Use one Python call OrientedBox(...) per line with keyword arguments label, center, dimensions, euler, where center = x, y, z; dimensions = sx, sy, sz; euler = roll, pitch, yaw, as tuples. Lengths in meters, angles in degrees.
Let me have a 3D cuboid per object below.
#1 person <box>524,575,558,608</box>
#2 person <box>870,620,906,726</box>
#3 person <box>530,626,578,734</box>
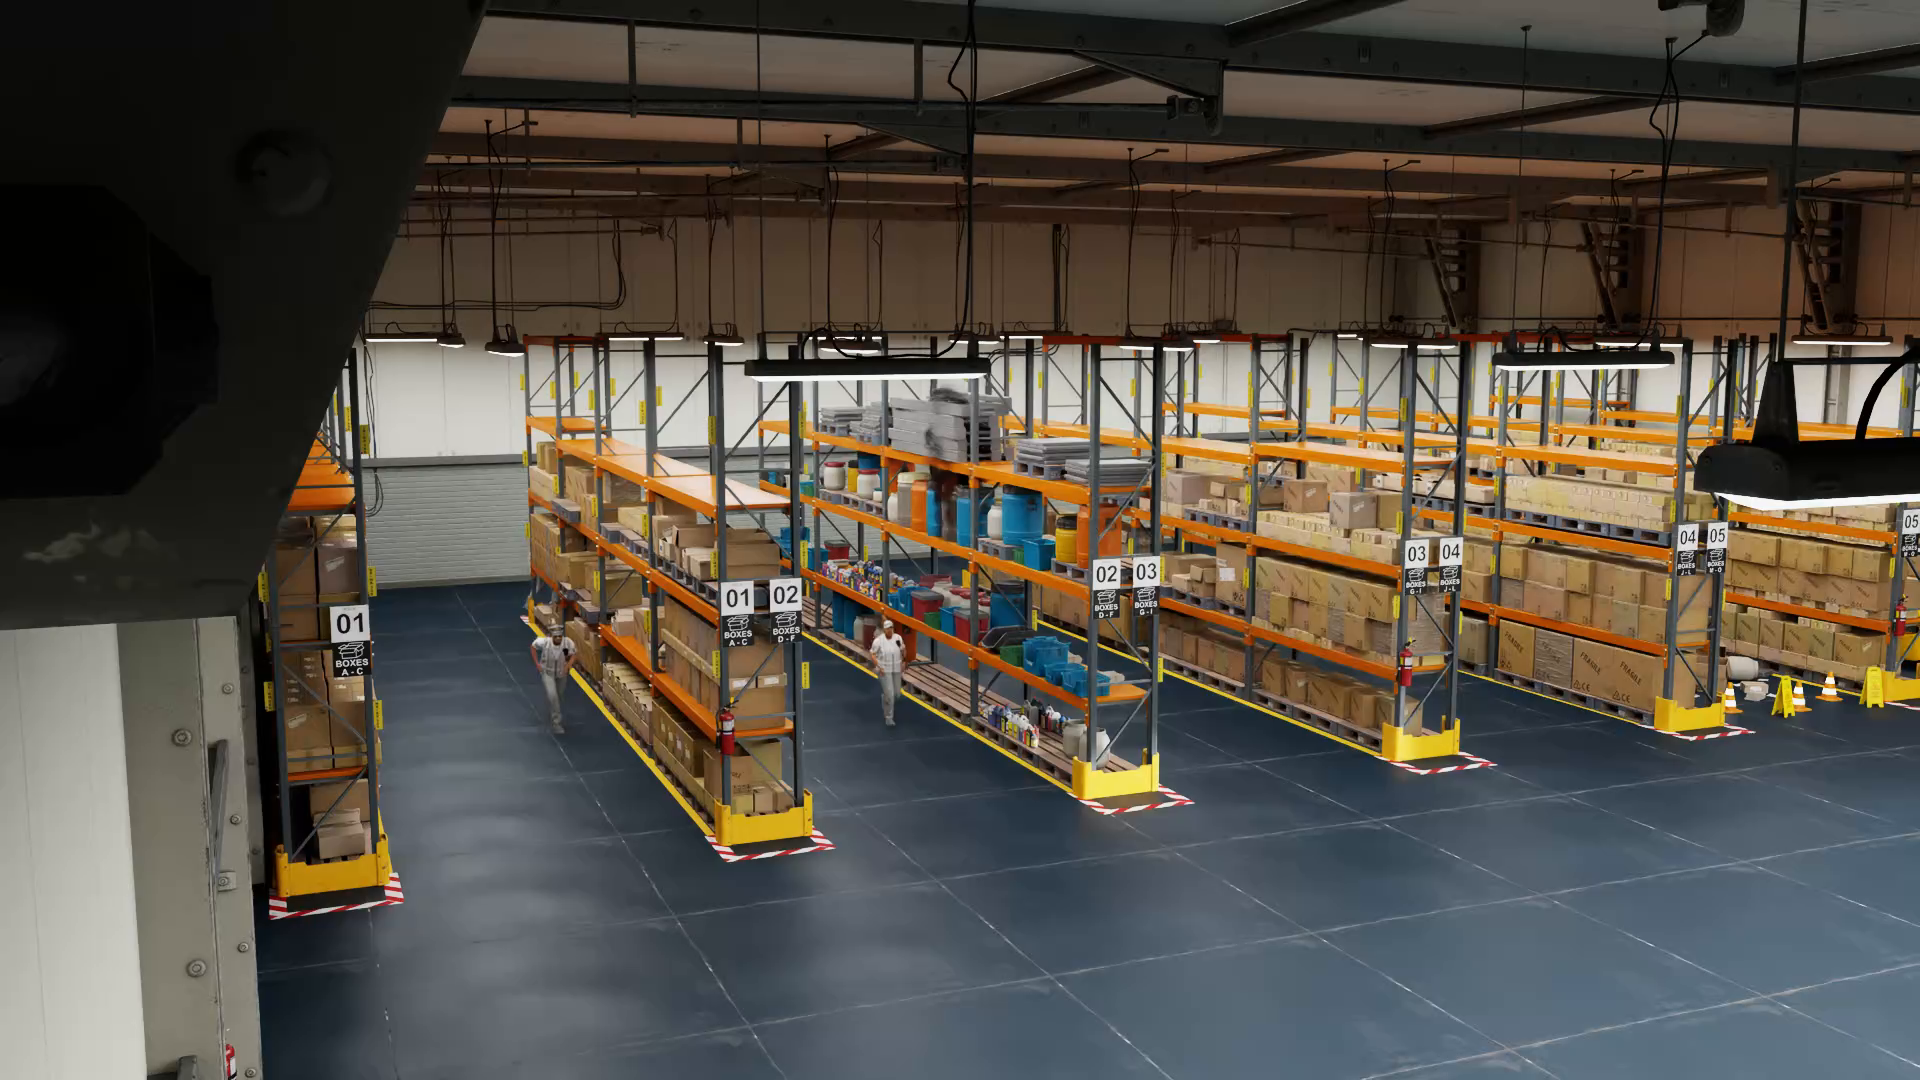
OrientedBox(label="person", center=(-8.977, 0.738, 35.884), dimensions=(0.857, 1.683, 0.598), euler=(-2, 8, -12))
OrientedBox(label="person", center=(-1.141, 2.061, 26.197), dimensions=(0.606, 1.665, 0.661), euler=(-3, 8, -22))
OrientedBox(label="person", center=(-6.298, 2.110, 25.821), dimensions=(0.704, 1.717, 1.017), euler=(-3, 8, -19))
